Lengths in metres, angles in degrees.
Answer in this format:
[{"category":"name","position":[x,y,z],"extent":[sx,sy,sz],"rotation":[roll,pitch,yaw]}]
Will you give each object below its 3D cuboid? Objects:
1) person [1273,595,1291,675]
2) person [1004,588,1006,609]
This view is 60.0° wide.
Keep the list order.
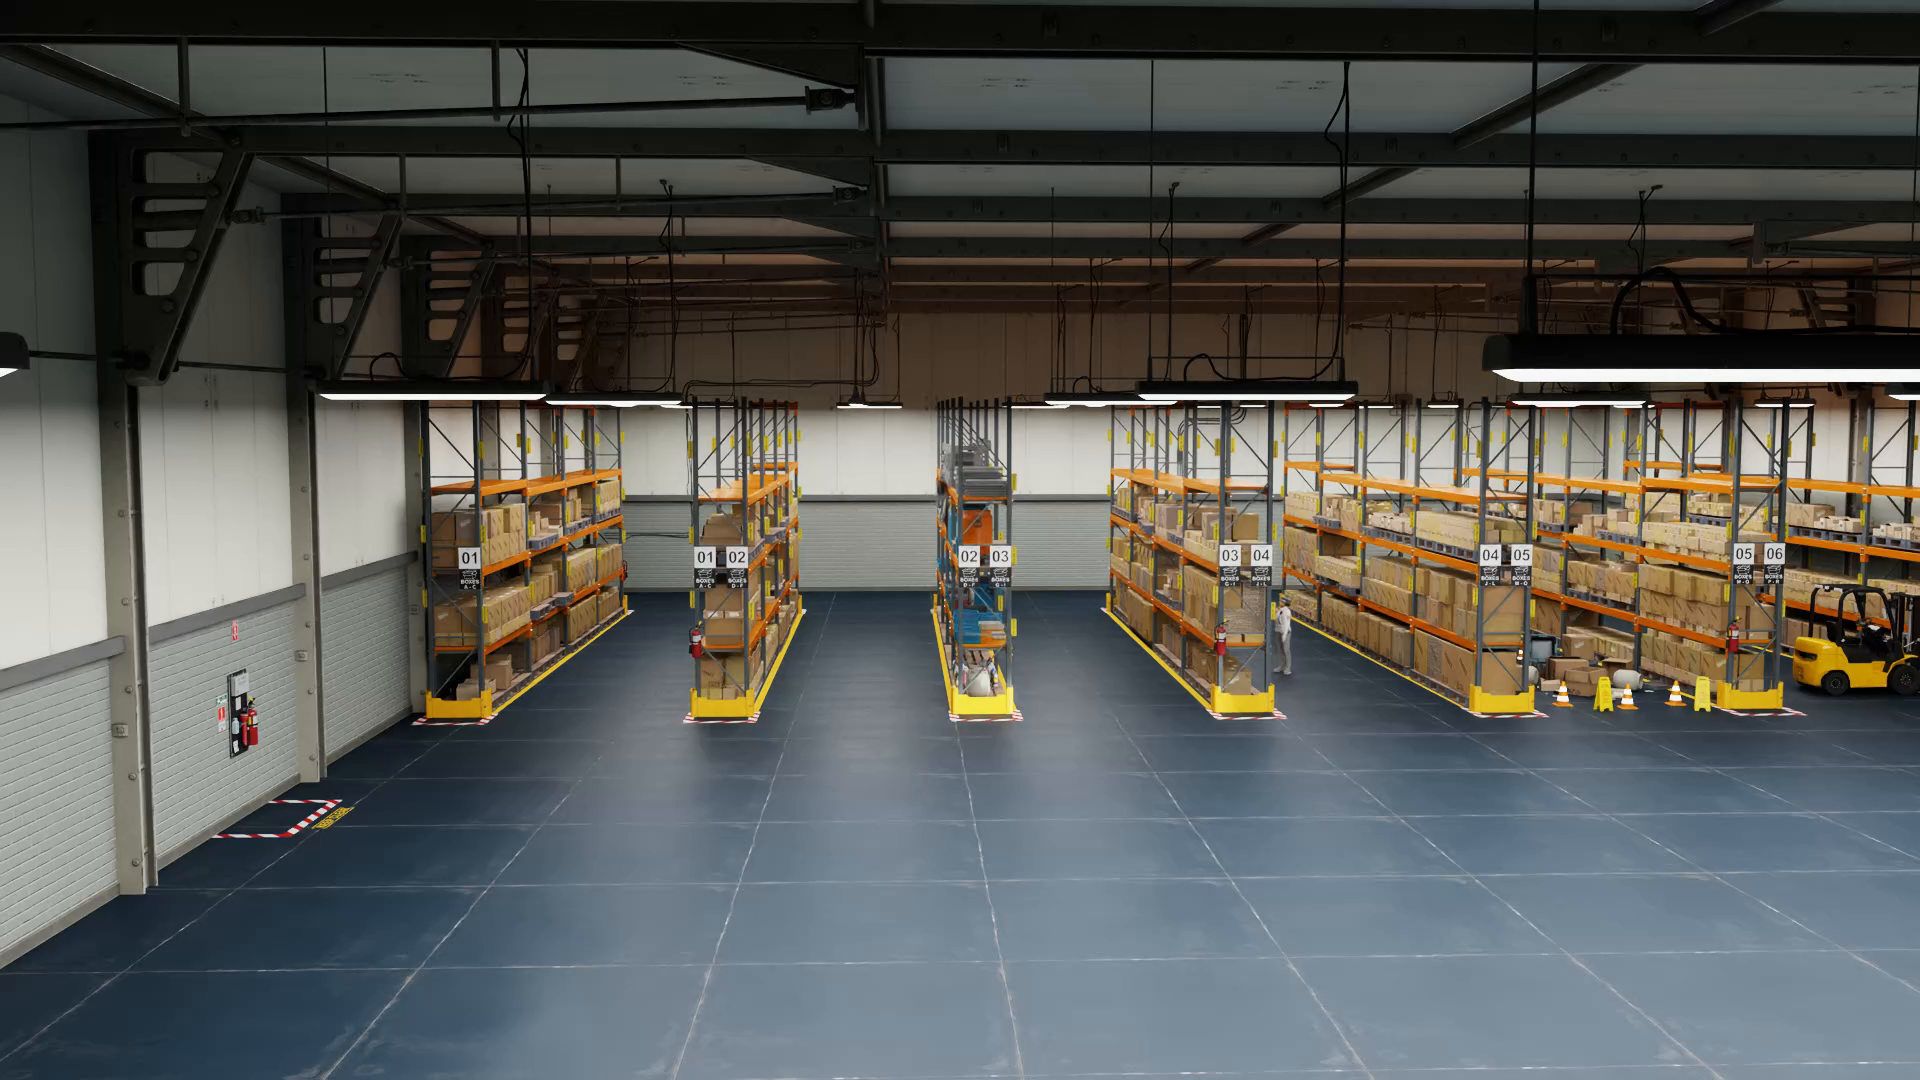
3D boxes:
[{"category":"person","position":[7.075,2.074,36.450],"extent":[0.382,1.721,0.487],"rotation":[-2,5,-29]},{"category":"person","position":[1.266,1.168,48.309],"extent":[0.494,1.643,0.907],"rotation":[-1,5,-12]}]
